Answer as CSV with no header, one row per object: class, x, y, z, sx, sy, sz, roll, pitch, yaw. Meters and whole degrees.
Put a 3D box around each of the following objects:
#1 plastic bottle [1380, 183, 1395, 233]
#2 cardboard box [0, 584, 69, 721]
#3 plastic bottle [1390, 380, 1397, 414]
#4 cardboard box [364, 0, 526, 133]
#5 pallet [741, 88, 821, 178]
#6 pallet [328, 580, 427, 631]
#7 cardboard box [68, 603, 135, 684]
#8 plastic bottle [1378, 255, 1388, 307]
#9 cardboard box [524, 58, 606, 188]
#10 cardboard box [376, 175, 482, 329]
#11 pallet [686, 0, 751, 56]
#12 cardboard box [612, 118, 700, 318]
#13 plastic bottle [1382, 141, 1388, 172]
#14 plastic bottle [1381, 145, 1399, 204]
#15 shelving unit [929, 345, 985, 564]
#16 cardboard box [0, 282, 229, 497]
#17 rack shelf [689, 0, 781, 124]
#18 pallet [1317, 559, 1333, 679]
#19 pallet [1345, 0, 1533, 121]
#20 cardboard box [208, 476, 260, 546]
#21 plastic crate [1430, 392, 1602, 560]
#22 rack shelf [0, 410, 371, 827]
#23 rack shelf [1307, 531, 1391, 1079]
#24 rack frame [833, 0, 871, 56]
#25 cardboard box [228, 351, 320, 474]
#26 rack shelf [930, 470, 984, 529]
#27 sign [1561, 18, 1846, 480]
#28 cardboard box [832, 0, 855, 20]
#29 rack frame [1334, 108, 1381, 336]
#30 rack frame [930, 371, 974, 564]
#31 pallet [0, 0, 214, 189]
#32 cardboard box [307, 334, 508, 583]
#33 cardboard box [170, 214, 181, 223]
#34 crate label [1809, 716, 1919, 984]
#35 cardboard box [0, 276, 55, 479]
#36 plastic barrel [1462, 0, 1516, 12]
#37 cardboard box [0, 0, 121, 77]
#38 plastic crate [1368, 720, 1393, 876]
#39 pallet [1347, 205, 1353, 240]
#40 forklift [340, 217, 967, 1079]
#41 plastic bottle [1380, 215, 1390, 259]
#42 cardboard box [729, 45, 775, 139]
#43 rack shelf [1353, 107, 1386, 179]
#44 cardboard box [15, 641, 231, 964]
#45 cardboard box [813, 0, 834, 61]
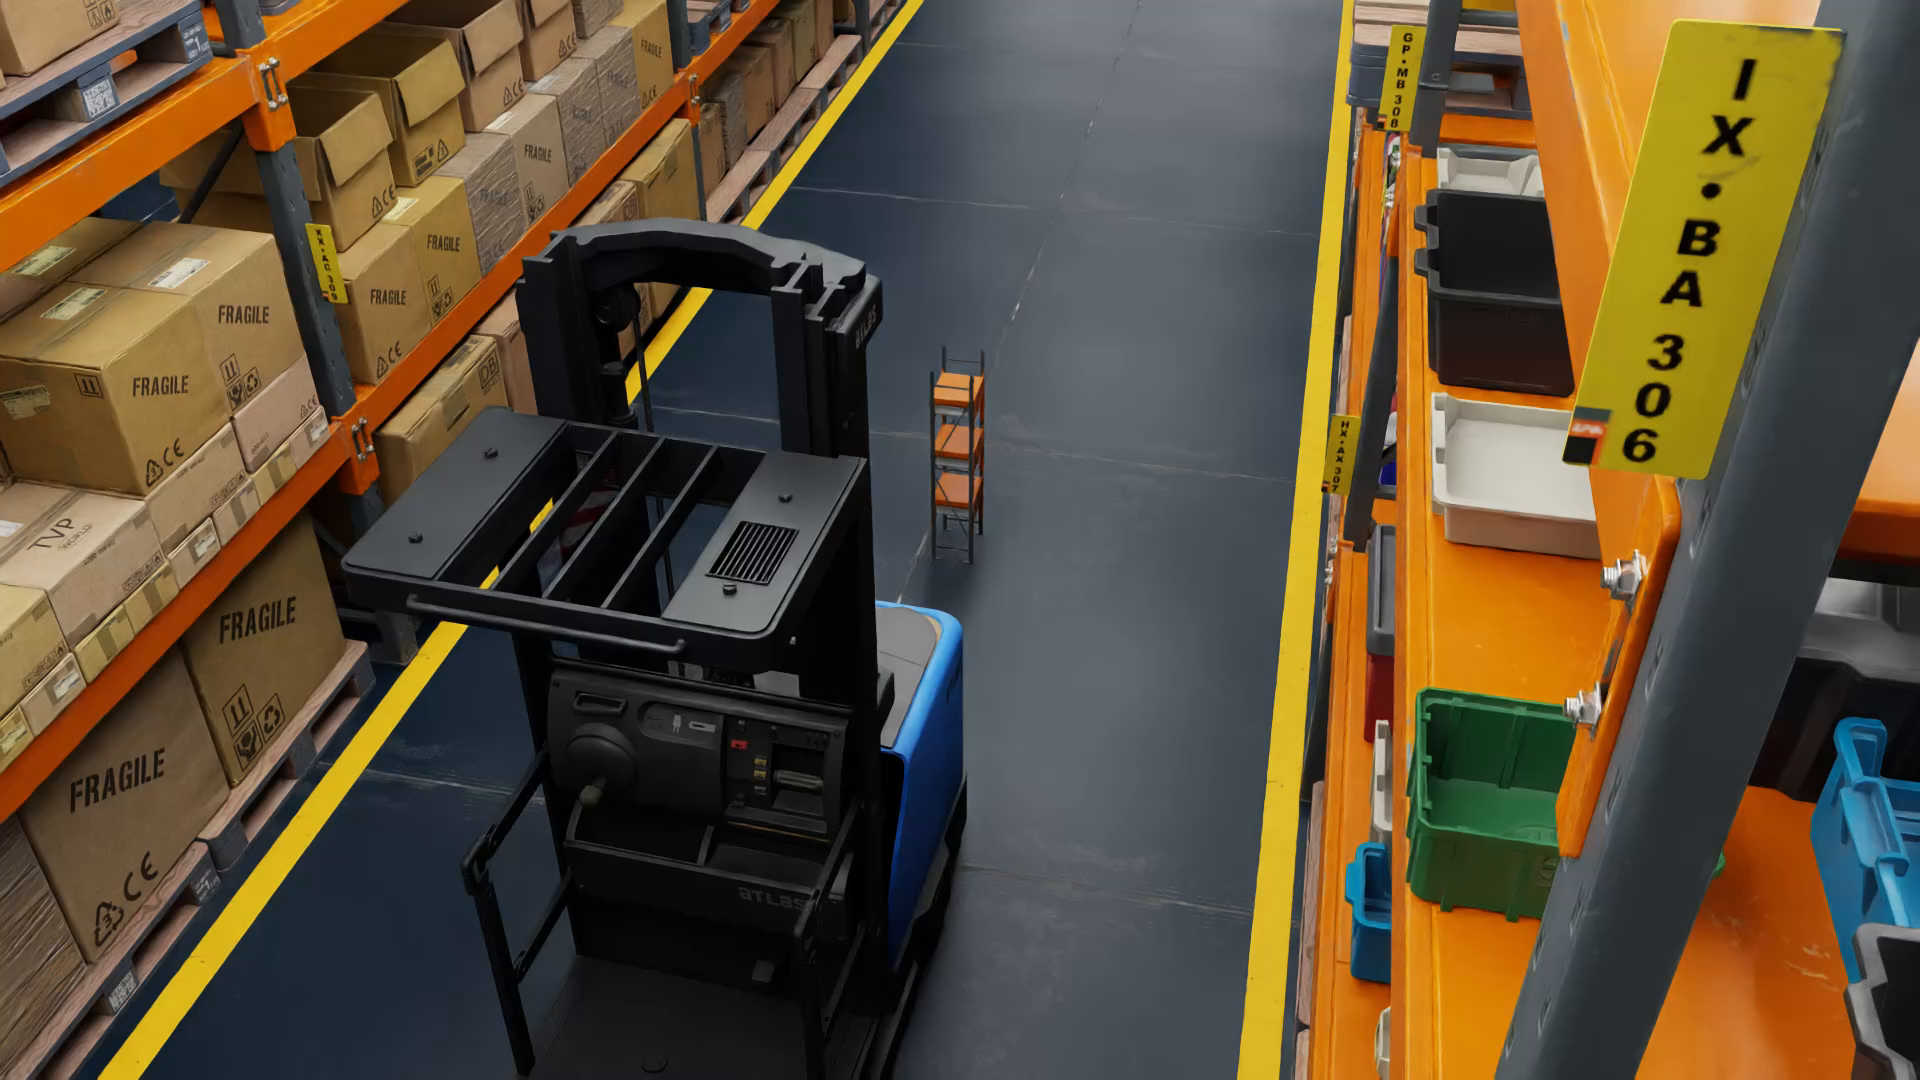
plastic bottle,2.100,-1.614,8.030,0.097,0.271,0.097,0,36,0
cardboard box,-3.123,0.368,5.061,0.500,0.250,0.500,7,36,9
plastic bottle,1.655,-0.475,6.449,0.061,0.283,0.133,7,37,10
cardboard box,-2.553,-2.302,7.931,0.797,0.503,0.637,8,37,11
pallet,-1.671,-3.047,12.275,1.003,0.211,1.213,7,37,10
pallet,-2.865,-0.061,8.154,1.003,0.211,1.213,7,37,10
cardboard box,-2.976,0.316,5.472,0.380,0.149,0.250,7,36,9
plastic bottle,1.919,-1.184,7.426,0.061,0.283,0.133,7,37,10
cardboard box,-2.186,-2.175,8.609,0.500,0.500,0.500,6,36,8
cardboard box,-2.508,-1.299,7.402,0.500,0.500,0.500,7,37,10
pallet,-2.054,-3.376,10.515,1.213,0.211,1.003,7,37,10
cardboard box,-2.270,-1.948,9.834,1.225,0.875,0.875,6,36,8
plastic bottle,2.256,-2.004,8.628,0.097,0.201,0.097,0,36,0
plastic bottle,2.156,-1.819,8.304,0.061,0.283,0.133,7,37,10
shelving unit,-0.011,-0.394,7.900,0.215,1.050,0.252,7,37,10
cardboard box,-2.905,-0.518,5.644,0.500,0.500,0.500,8,37,10
rack shelf,-1.675,-3.887,11.670,1.077,0.370,4.000,7,37,10
pallet,2.088,0.575,7.277,1.003,0.211,1.213,7,37,10
pallet,1.954,-1.717,5.668,1.213,0.211,1.003,7,37,10
cardboard box,-2.812,-0.126,6.082,0.380,0.149,0.250,7,36,9
plastic crate,1.227,-0.148,3.566,0.437,0.136,0.530,7,37,10
rack shelf,-3.384,0.700,5.341,1.077,0.370,4.000,7,37,10
rack shelf,1.455,1.321,4.485,1.077,0.370,4.000,7,37,10
rack frame,-1.248,-5.325,13.041,1.000,3.000,0.127,7,37,10
cardboard box,-2.795,-0.512,6.274,0.500,0.250,0.500,7,36,9
rack shelf,-0.011,-0.161,8.069,0.215,0.259,0.240,7,37,10
sign,0.487,-0.182,1.108,0.100,0.325,0.005,7,37,10
cardboard box,-1.123,-4.707,13.960,0.500,0.500,0.500,6,36,9
rack frame,2.736,-2.410,9.020,1.000,3.000,0.127,7,37,10
rack frame,-0.038,-0.324,7.803,0.200,1.050,0.008,7,37,10
pallet,-3.142,-1.449,5.213,1.003,0.211,1.213,7,37,10
cardboard box,-2.840,-0.417,7.722,1.225,0.875,0.875,7,37,10
cardboard box,-3.124,-1.081,7.100,0.500,0.500,0.500,7,37,10
crate label,1.540,0.533,2.529,0.408,0.251,0.502,7,37,10
cardboard box,-3.421,-0.578,5.726,0.500,0.500,0.500,7,37,10
plastic barrel,1.879,-2.127,5.554,0.600,0.588,0.600,0,36,0
cardboard box,-3.065,-1.748,5.021,0.700,0.500,0.500,5,36,7
plastic crate,1.376,0.759,4.697,0.437,0.282,0.530,7,37,10
pallet,2.940,-1.721,10.444,1.003,0.211,1.213,7,37,10
forklift,-0.839,0.714,4.767,1.130,2.935,3.031,9,37,12
plastic bottle,2.030,-1.426,7.771,0.097,0.271,0.097,0,36,0
cardboard box,-1.758,-3.229,11.905,0.700,0.500,0.500,10,37,14
rack shelf,3.164,-3.266,10.813,1.077,0.370,4.000,7,37,10
cardboard box,-3.368,0.836,5.993,0.875,0.875,0.875,7,37,10
cardboard box,-1.400,-4.141,13.163,0.700,0.500,0.500,5,36,6
